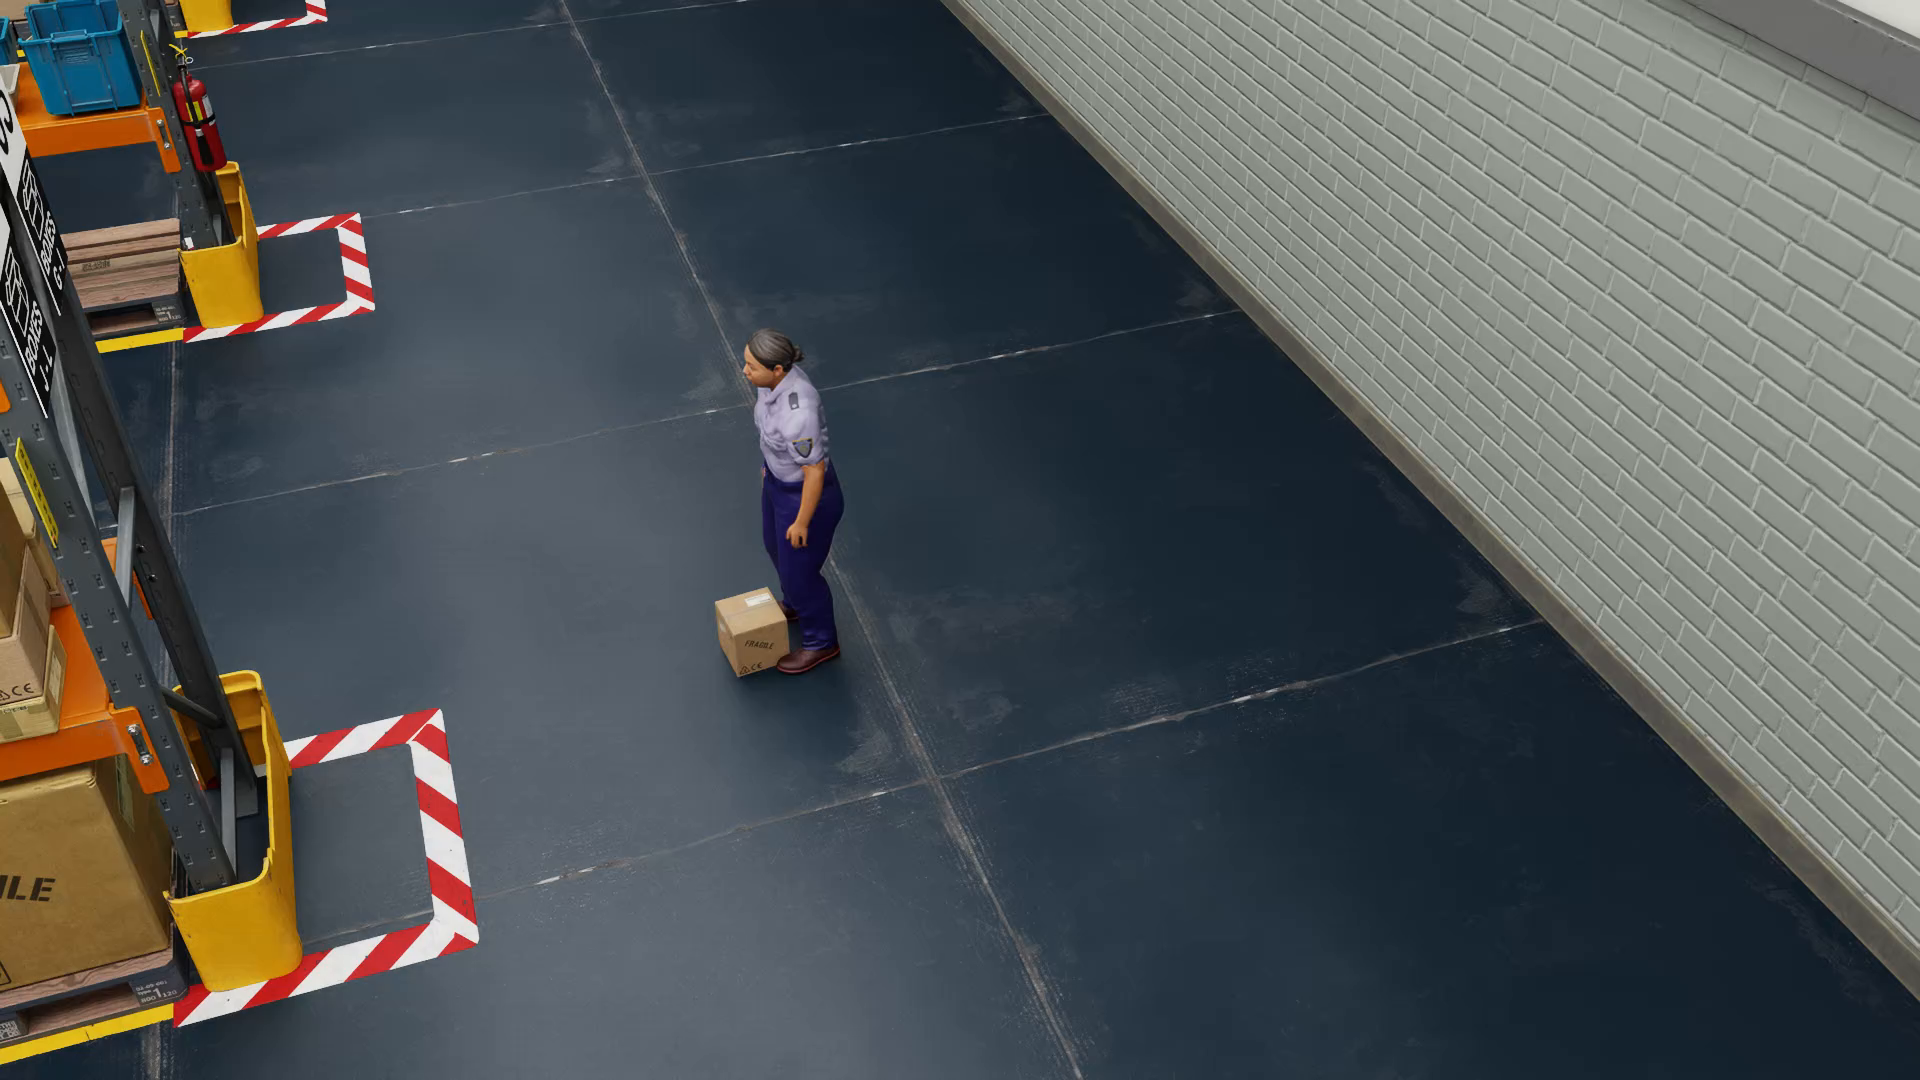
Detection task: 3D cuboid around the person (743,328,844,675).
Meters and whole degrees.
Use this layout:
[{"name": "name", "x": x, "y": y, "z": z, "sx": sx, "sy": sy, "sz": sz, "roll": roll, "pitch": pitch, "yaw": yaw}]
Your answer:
[{"name": "person", "x": -0.700, "y": -0.190, "z": 7.043, "sx": 0.370, "sy": 1.638, "sz": 0.539, "roll": -12, "pitch": 40, "yaw": -15}]
